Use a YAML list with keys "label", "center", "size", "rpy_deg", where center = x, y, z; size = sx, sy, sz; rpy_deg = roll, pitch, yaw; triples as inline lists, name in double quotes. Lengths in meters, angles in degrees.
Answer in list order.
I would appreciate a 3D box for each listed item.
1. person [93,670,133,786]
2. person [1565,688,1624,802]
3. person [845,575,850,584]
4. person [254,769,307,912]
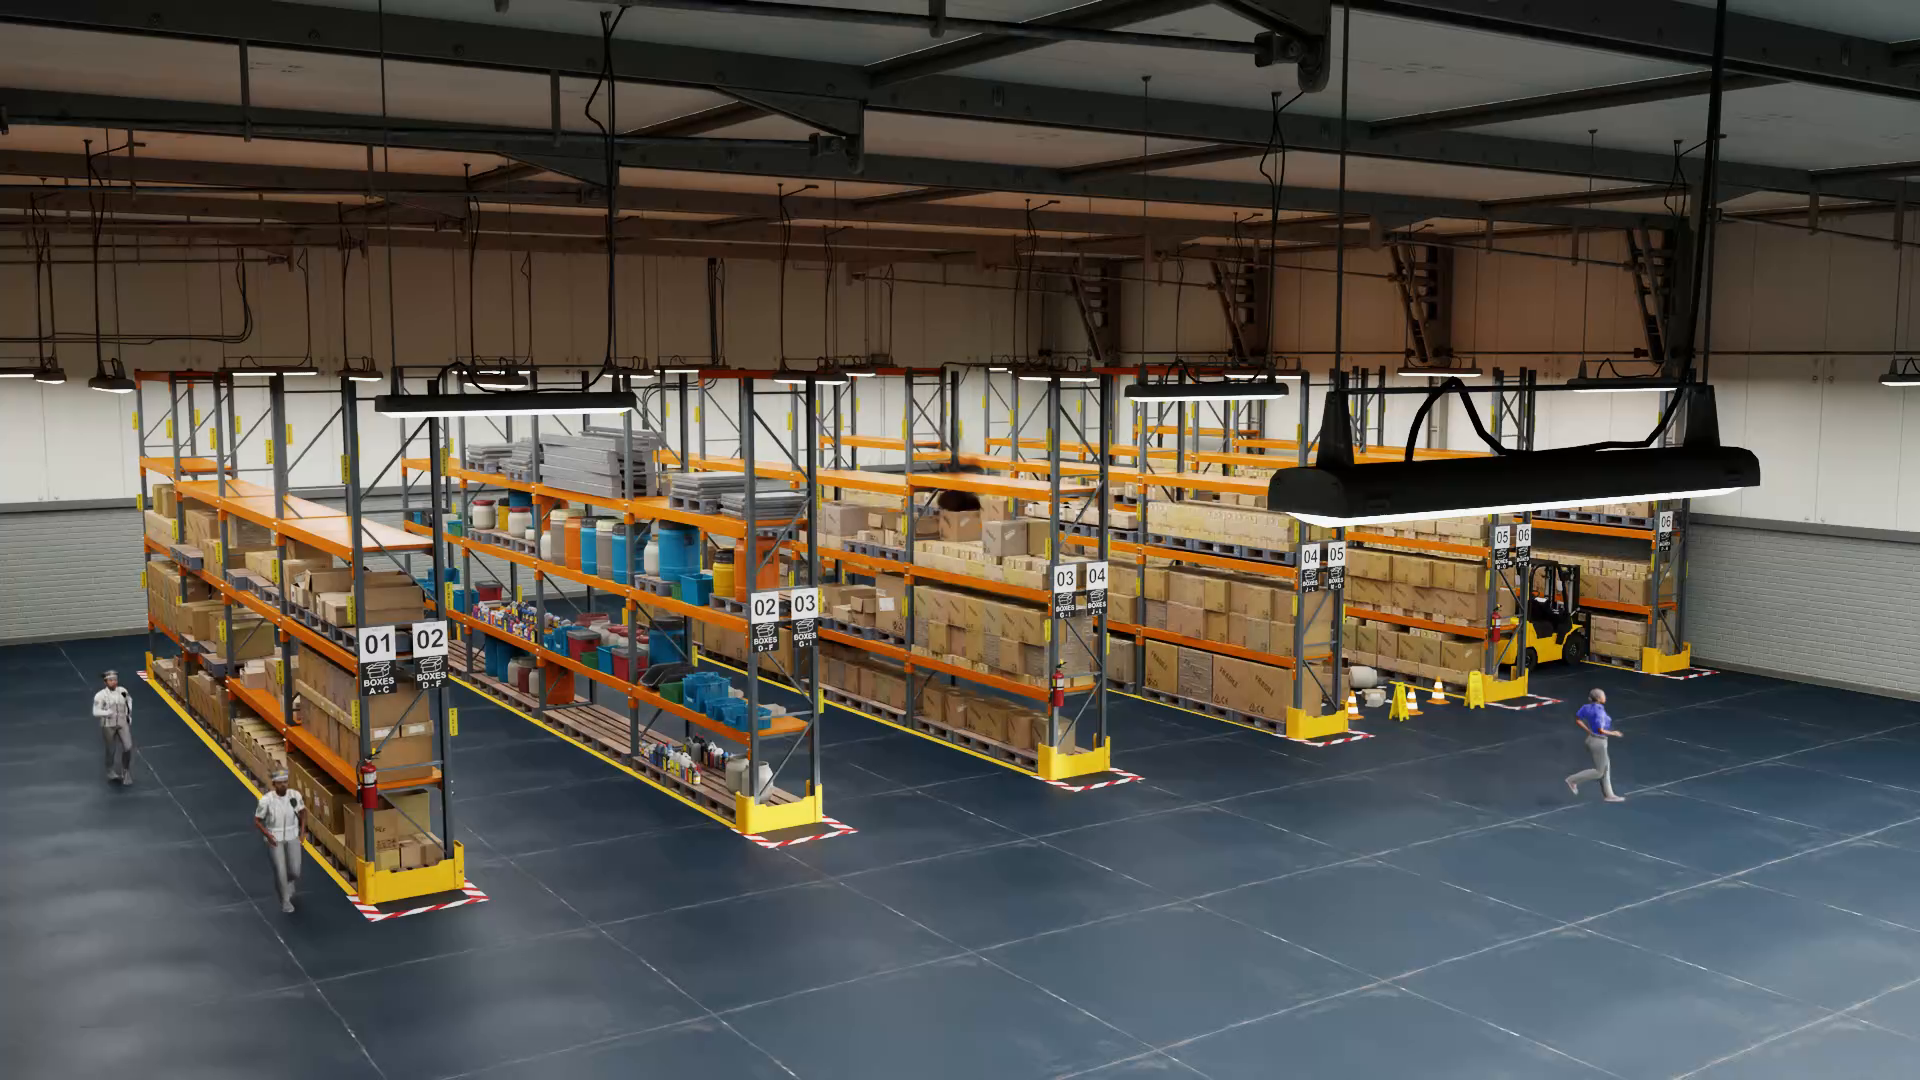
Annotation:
- label: "person"
  center: [-12.388, 2.754, 24.384]
  size: [0.590, 1.740, 0.726]
  rpy_deg: [-6, 9, -41]
- label: "person"
  center: [8.911, 2.886, 23.333]
  size: [0.887, 1.619, 0.581]
  rpy_deg: [0, 6, -3]
- label: "person"
  center: [-2.371, 1.582, 34.363]
  size: [0.659, 1.737, 0.966]
  rpy_deg: [-5, 8, -40]
- label: "person"
  center: [-7.702, 3.401, 18.900]
  size: [0.586, 1.659, 0.585]
  rpy_deg: [-4, 8, -34]
